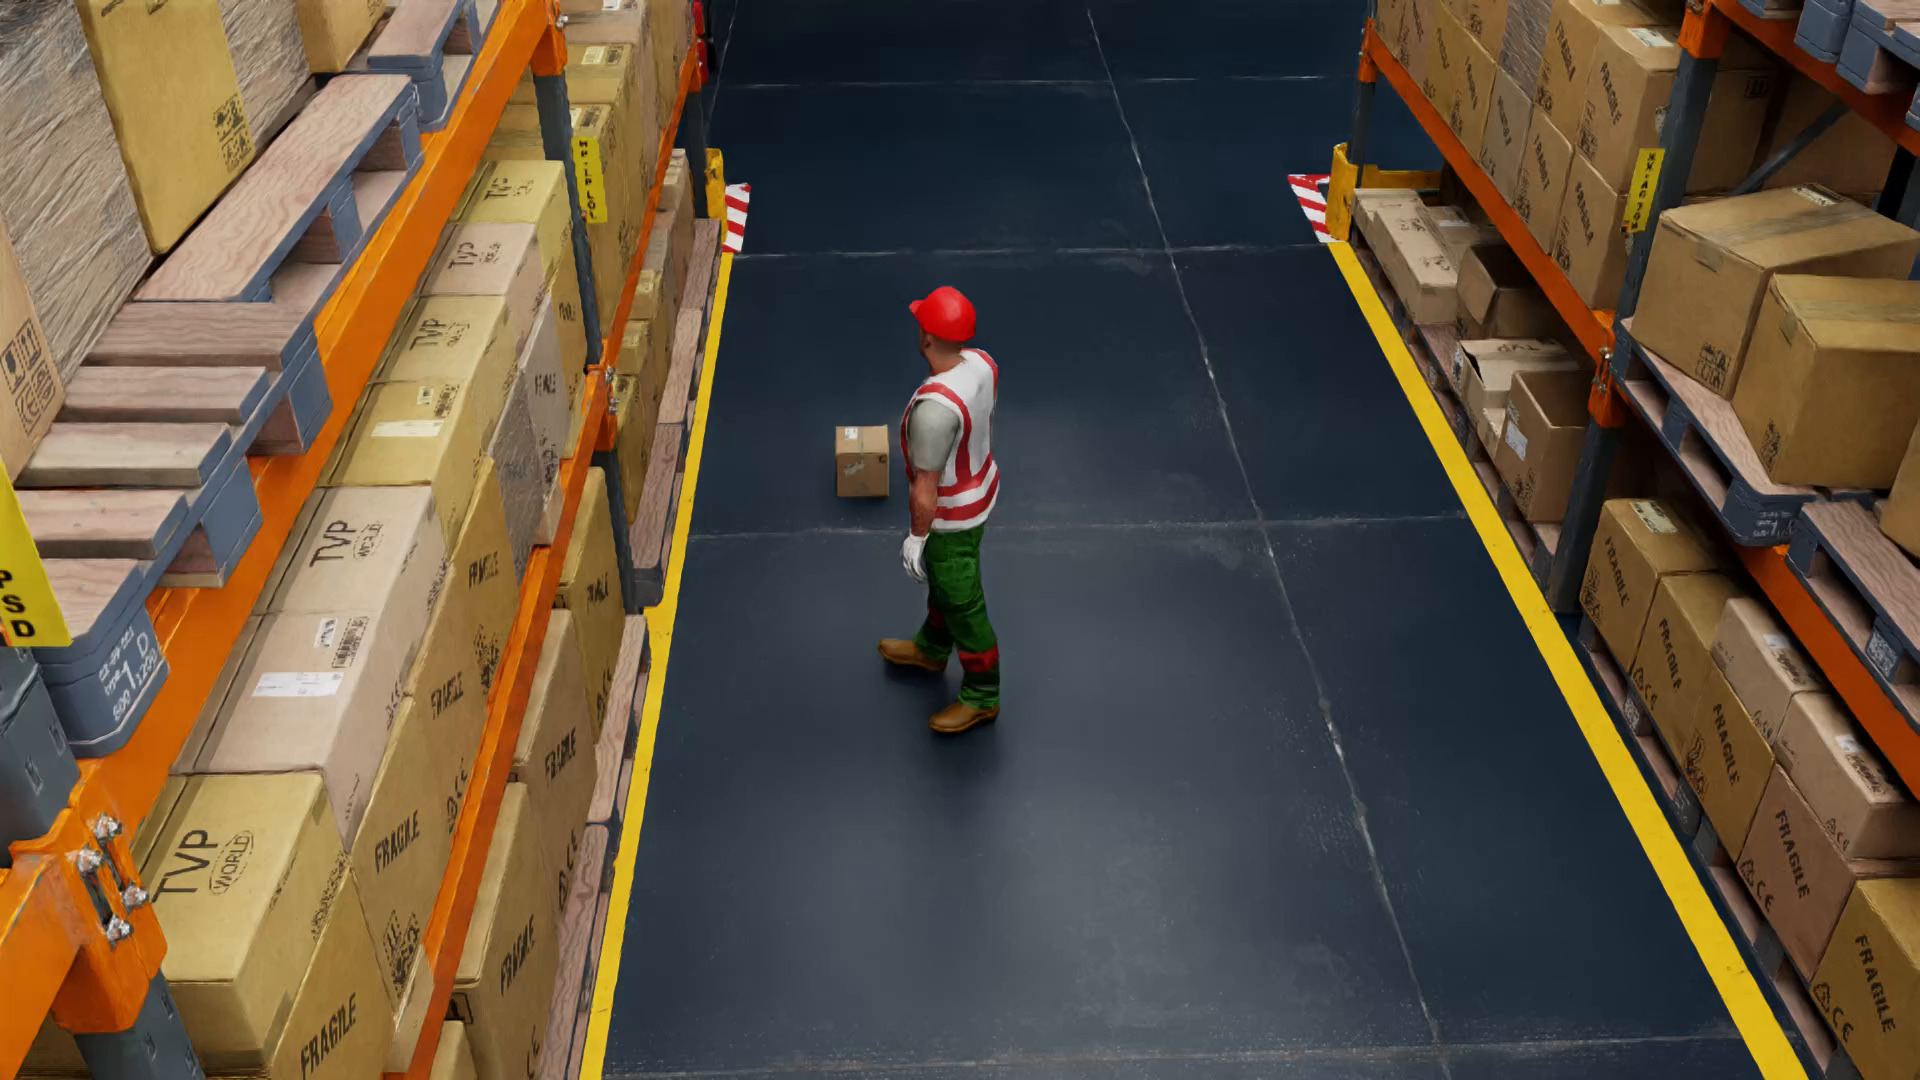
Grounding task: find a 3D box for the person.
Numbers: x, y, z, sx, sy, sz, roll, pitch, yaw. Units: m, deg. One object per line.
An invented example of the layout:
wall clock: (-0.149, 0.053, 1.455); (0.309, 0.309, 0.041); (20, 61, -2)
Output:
person: (-0.086, -0.148, 6.295); (0.586, 1.787, 0.678); (9, 36, 13)
